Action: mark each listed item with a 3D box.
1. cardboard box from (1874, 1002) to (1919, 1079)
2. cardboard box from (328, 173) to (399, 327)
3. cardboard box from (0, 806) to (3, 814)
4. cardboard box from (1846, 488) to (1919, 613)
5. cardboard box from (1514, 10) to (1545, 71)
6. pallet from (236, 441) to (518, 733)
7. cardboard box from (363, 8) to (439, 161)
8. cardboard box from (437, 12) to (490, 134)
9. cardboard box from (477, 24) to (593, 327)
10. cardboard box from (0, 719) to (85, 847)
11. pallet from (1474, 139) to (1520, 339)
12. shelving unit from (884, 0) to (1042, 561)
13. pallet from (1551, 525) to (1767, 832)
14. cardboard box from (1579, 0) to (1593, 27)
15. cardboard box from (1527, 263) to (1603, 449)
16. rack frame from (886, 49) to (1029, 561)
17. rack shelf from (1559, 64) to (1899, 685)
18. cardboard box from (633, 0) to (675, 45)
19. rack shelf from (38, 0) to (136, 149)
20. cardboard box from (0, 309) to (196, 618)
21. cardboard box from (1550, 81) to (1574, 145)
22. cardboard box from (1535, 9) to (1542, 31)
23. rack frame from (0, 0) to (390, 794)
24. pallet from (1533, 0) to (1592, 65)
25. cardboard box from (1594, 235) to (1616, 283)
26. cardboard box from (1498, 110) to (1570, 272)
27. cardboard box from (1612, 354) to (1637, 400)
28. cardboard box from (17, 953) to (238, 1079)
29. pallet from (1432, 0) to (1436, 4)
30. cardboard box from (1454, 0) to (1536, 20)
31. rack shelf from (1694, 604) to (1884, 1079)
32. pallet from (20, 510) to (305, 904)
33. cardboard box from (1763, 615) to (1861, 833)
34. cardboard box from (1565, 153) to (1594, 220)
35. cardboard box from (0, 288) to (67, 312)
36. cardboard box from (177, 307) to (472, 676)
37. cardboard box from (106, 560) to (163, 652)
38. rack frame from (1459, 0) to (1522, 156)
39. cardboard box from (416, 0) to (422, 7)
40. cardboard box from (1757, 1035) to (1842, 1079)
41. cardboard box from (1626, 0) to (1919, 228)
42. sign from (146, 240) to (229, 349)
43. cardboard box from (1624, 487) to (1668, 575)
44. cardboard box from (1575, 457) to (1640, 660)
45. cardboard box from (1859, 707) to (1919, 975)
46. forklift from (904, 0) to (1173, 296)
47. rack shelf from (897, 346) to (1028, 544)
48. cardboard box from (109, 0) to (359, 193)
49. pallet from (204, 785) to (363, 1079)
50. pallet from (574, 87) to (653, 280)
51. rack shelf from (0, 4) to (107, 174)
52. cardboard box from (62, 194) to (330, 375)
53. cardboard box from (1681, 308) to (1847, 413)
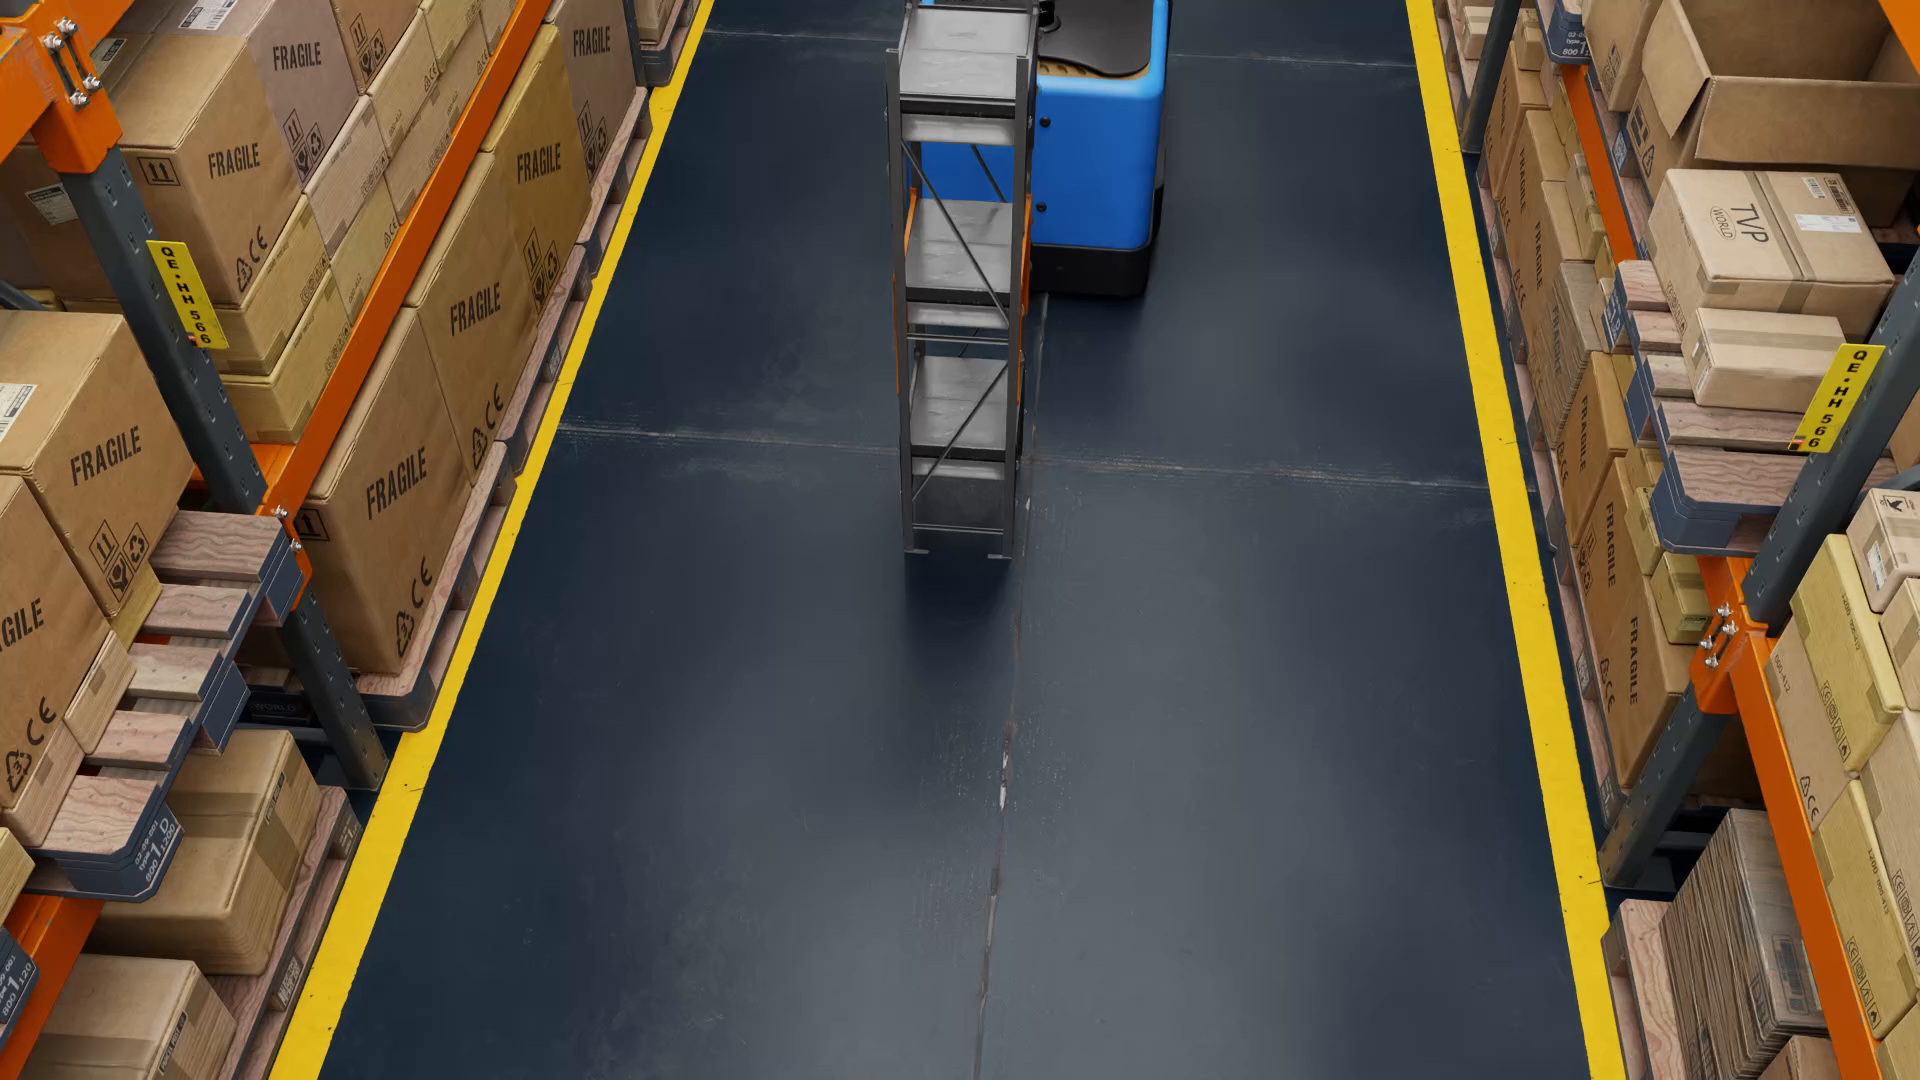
[{"bbox_3d":[2.158,1.184,3.236,0.500,0.250,0.500,2,48,2],"label":"cardboard box"},{"bbox_3d":[-2.087,-0.926,5.166,0.500,0.250,0.500,3,48,2],"label":"cardboard box"},{"bbox_3d":[-2.257,0.573,3.139,0.500,0.500,0.500,1,48,1],"label":"cardboard box"},{"bbox_3d":[2.210,0.037,3.676,0.380,0.149,0.250,5,48,5],"label":"cardboard box"},{"bbox_3d":[2.599,-2.135,7.140,0.380,0.149,0.250,6,48,5],"label":"cardboard box"},{"bbox_3d":[-2.264,0.111,6.005,1.003,0.211,1.213,4,48,4],"label":"pallet"},{"bbox_3d":[-2.013,-1.475,5.329,0.500,0.250,0.500,4,48,3],"label":"cardboard box"},{"bbox_3d":[-1.992,-1.674,5.850,0.500,0.250,0.500,4,48,4],"label":"cardboard box"},{"bbox_3d":[-2.098,-1.494,6.739,0.875,0.875,0.875,5,48,5],"label":"cardboard box"},{"bbox_3d":[-2.168,0.519,3.629,0.380,0.149,0.250,2,48,2],"label":"cardboard box"},{"bbox_3d":[2.860,-1.322,7.317,1.003,0.211,1.213,4,48,4],"label":"pallet"},{"bbox_3d":[0.015,-0.830,5.586,0.431,2.100,0.503,4,48,4],"label":"shelving unit"},{"bbox_3d":[2.638,0.470,5.677,1.003,0.211,1.213,4,48,4],"label":"pallet"},{"bbox_3d":[2.388,-1.965,5.821,0.396,0.266,0.258,6,48,5],"label":"cardboard box"},{"bbox_3d":[2.486,-0.683,6.251,0.500,0.500,0.500,2,48,2],"label":"cardboard box"},{"bbox_3d":[-0.007,-0.651,5.422,0.400,2.100,0.015,4,48,4],"label":"rack frame"},{"bbox_3d":[2.714,-1.151,5.758,1.077,0.370,4.000,4,48,4],"label":"rack shelf"},{"bbox_3d":[-1.883,-2.926,8.345,0.875,0.438,0.875,3,48,3],"label":"cardboard box"},{"bbox_3d":[-2.229,-2.495,4.954,1.077,0.370,4.000,4,48,4],"label":"rack shelf"},{"bbox_3d":[-2.176,-0.179,3.827,0.500,0.500,0.500,3,48,2],"label":"cardboard box"},{"bbox_3d":[2.639,-1.737,6.776,0.380,0.149,0.250,2,48,2],"label":"cardboard box"},{"bbox_3d":[2.659,-2.232,7.026,0.380,0.149,0.250,3,48,3],"label":"cardboard box"},{"bbox_3d":[-2.411,-0.256,4.451,1.000,3.000,0.127,4,48,4],"label":"rack frame"},{"bbox_3d":[2.715,-2.219,6.377,1.003,0.211,1.213,4,48,4],"label":"pallet"},{"bbox_3d":[2.547,-0.971,6.075,0.380,0.149,0.250,4,48,4],"label":"cardboard box"},{"bbox_3d":[2.590,-1.430,6.934,0.500,0.500,0.500,3,48,3],"label":"cardboard box"},{"bbox_3d":[2.478,-0.589,5.726,0.380,0.149,0.250,3,48,3],"label":"cardboard box"},{"bbox_3d":[-2.532,1.447,4.390,0.950,0.372,0.625,3,48,3],"label":"cardboard box"},{"bbox_3d":[3.069,-3.326,9.149,1.003,0.211,1.213,4,48,4],"label":"pallet"},{"bbox_3d":[2.687,-2.774,8.323,0.396,0.266,0.258,5,48,5],"label":"cardboard box"},{"bbox_3d":[2.350,1.788,3.069,1.077,0.370,4.000,4,48,4],"label":"rack shelf"},{"bbox_3d":[-2.370,0.340,4.036,1.213,0.211,1.003,4,48,4],"label":"pallet"},{"bbox_3d":[2.248,0.436,3.920,0.500,0.250,0.500,4,48,4],"label":"cardboard box"},{"bbox_3d":[2.567,-1.354,6.425,0.380,0.149,0.250,4,48,3],"label":"cardboard box"},{"bbox_3d":[-2.620,-0.747,4.663,0.500,0.250,0.500,4,48,3],"label":"cardboard box"},{"bbox_3d":[-2.266,-0.182,5.539,0.875,0.875,0.875,3,48,3],"label":"cardboard box"},{"bbox_3d":[-2.159,0.146,3.969,0.380,0.149,0.250,5,48,4],"label":"cardboard box"},{"bbox_3d":[2.897,-2.864,6.837,1.000,3.000,0.127,4,48,4],"label":"rack frame"},{"bbox_3d":[-1.975,-2.088,5.381,0.500,0.500,0.500,5,48,4],"label":"cardboard box"},{"bbox_3d":[2.410,1.673,4.012,0.875,0.625,0.625,5,48,5],"label":"cardboard box"},{"bbox_3d":[2.497,-1.313,5.064,0.797,0.503,0.637,3,48,3],"label":"cardboard box"},{"bbox_3d":[-1.870,-0.590,4.026,0.100,0.325,0.005,4,48,4],"label":"sign"},{"bbox_3d":[2.319,-0.024,5.209,0.380,0.149,0.250,2,48,2],"label":"cardboard box"},{"bbox_3d":[2.413,0.085,5.549,0.500,0.500,0.500,3,48,3],"label":"cardboard box"},{"bbox_3d":[2.202,0.635,3.399,0.500,0.250,0.500,5,48,5],"label":"cardboard box"},{"bbox_3d":[0.444,-3.127,7.124,1.130,2.935,3.031,5,48,4],"label":"forklift"},{"bbox_3d":[0.015,-0.349,6.113,0.431,0.518,0.480,4,48,4],"label":"rack shelf"},{"bbox_3d":[-2.087,-1.338,4.696,0.500,0.500,0.500,4,48,4],"label":"cardboard box"},{"bbox_3d":[-2.484,1.260,4.955,1.003,0.211,1.213,4,48,4],"label":"pallet"},{"bbox_3d":[-2.042,-1.682,7.645,1.003,0.211,1.213,4,48,4],"label":"pallet"},{"bbox_3d":[-2.594,0.444,2.265,1.077,0.370,4.000,4,48,4],"label":"rack shelf"},{"bbox_3d":[-2.119,-0.729,4.647,0.500,0.250,0.500,4,48,3],"label":"cardboard box"},{"bbox_3d":[2.210,-0.490,4.551,0.380,0.149,0.250,5,48,4],"label":"cardboard box"}]
